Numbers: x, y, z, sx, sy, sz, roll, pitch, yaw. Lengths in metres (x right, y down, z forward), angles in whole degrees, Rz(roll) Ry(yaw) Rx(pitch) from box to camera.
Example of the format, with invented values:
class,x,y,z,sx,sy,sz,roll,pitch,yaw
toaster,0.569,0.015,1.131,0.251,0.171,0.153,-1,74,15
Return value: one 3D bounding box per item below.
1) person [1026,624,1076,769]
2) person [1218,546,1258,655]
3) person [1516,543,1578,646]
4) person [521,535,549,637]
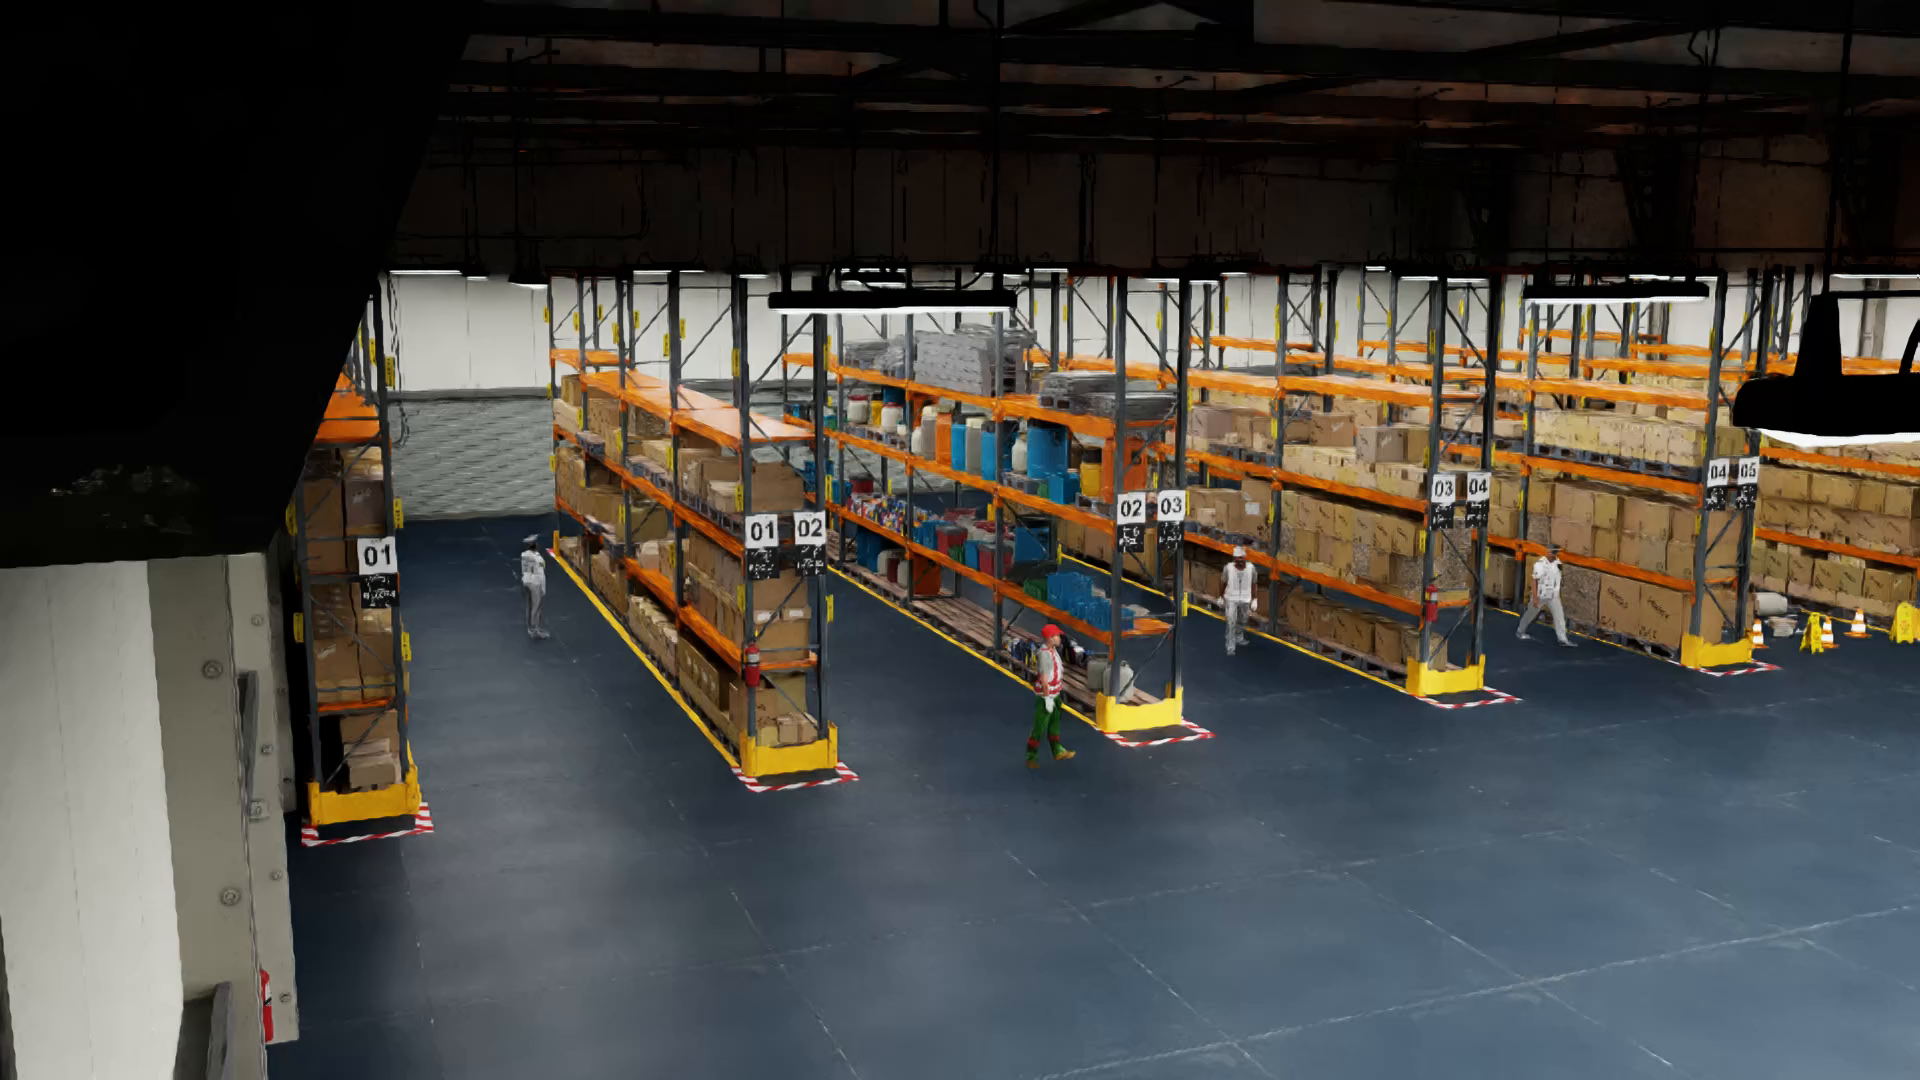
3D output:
class,x,y,z,sx,sy,sz,roll,pitch,yaw
person,1.112,1.900,20.548,0.531,1.780,0.715,3,10,16
person,4.411,0.929,26.377,0.605,1.731,0.983,0,10,-2
person,9.462,0.854,26.829,0.542,1.672,1.126,-4,10,-19
person,-7.002,0.750,27.447,0.538,1.678,0.408,8,13,38
